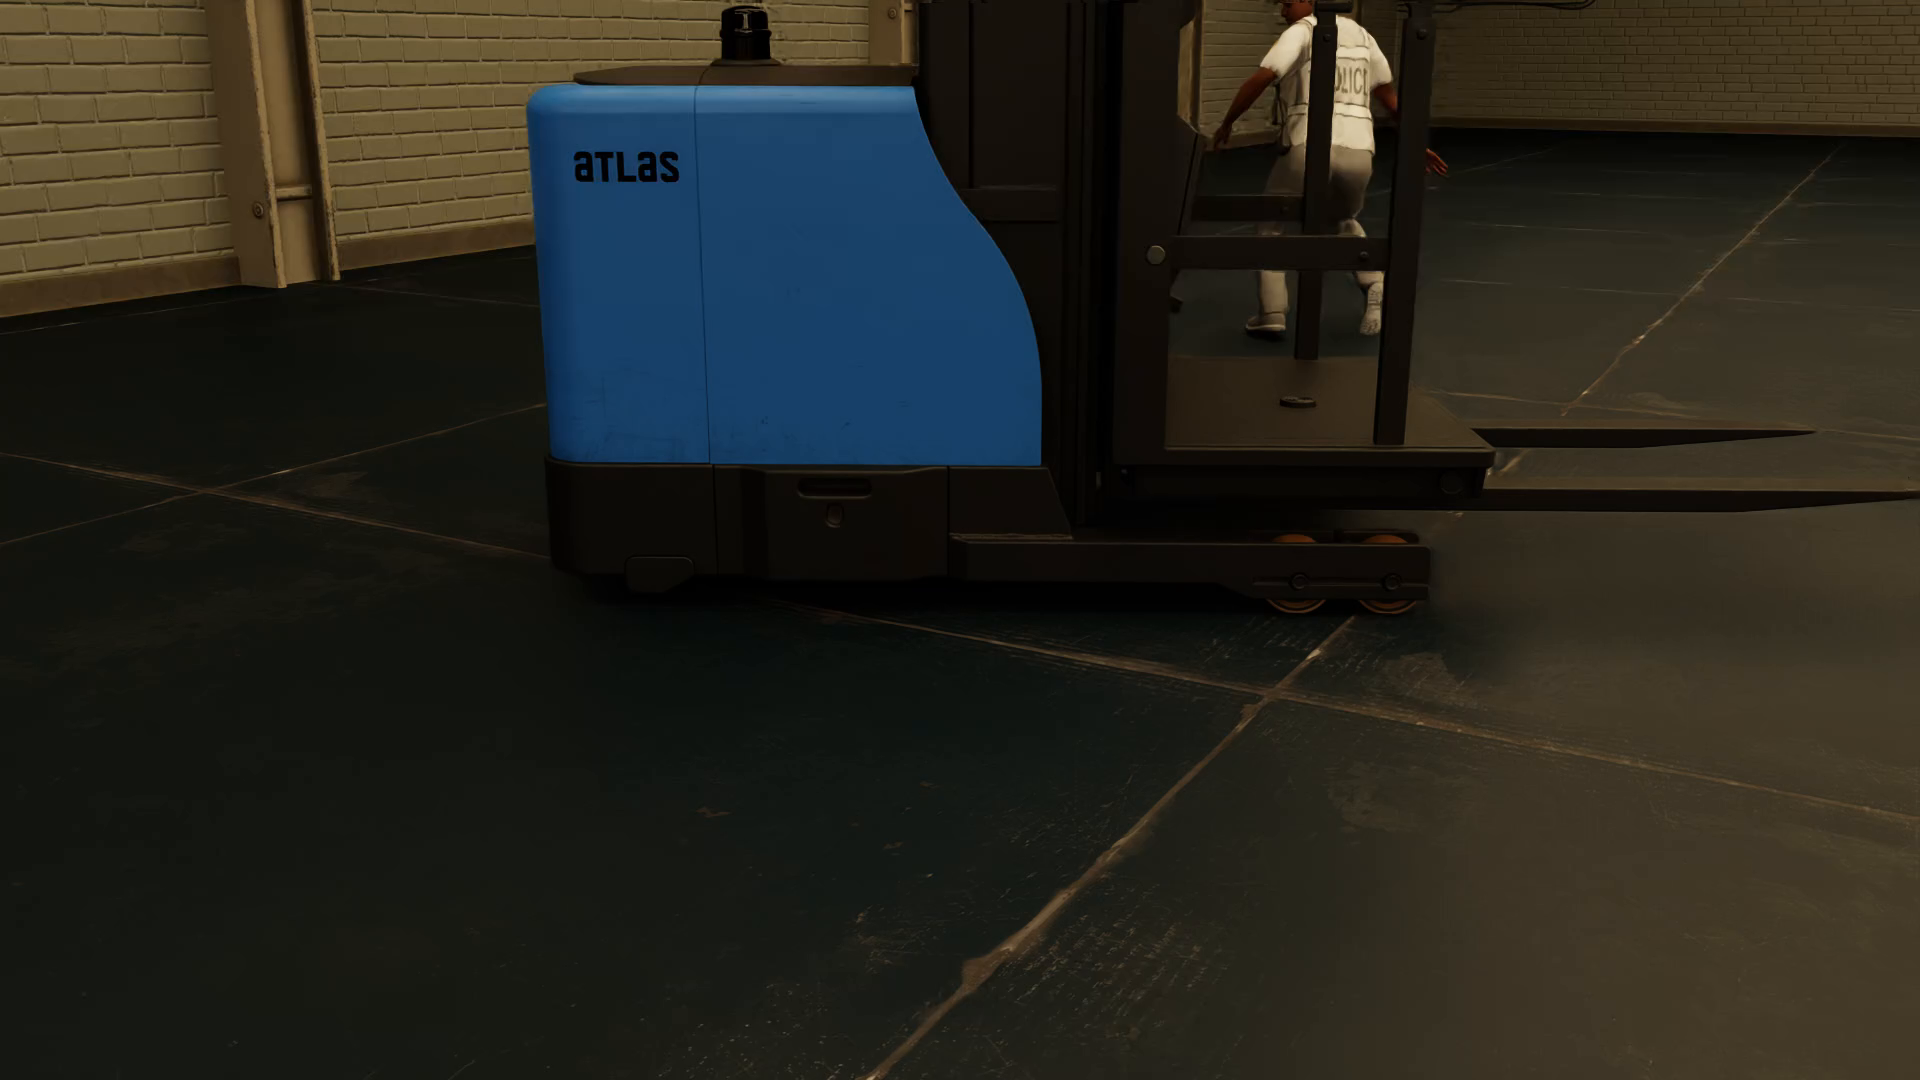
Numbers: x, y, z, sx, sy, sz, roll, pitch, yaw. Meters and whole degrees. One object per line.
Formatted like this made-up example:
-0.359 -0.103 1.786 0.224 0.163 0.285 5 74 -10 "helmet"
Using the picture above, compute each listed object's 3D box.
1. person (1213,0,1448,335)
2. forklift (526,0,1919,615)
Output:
1.523 -1.572 6.863 0.908 1.532 0.504 -5 17 -17 "person"
0.635 -1.401 3.610 3.031 2.935 1.130 0 16 1 "forklift"
